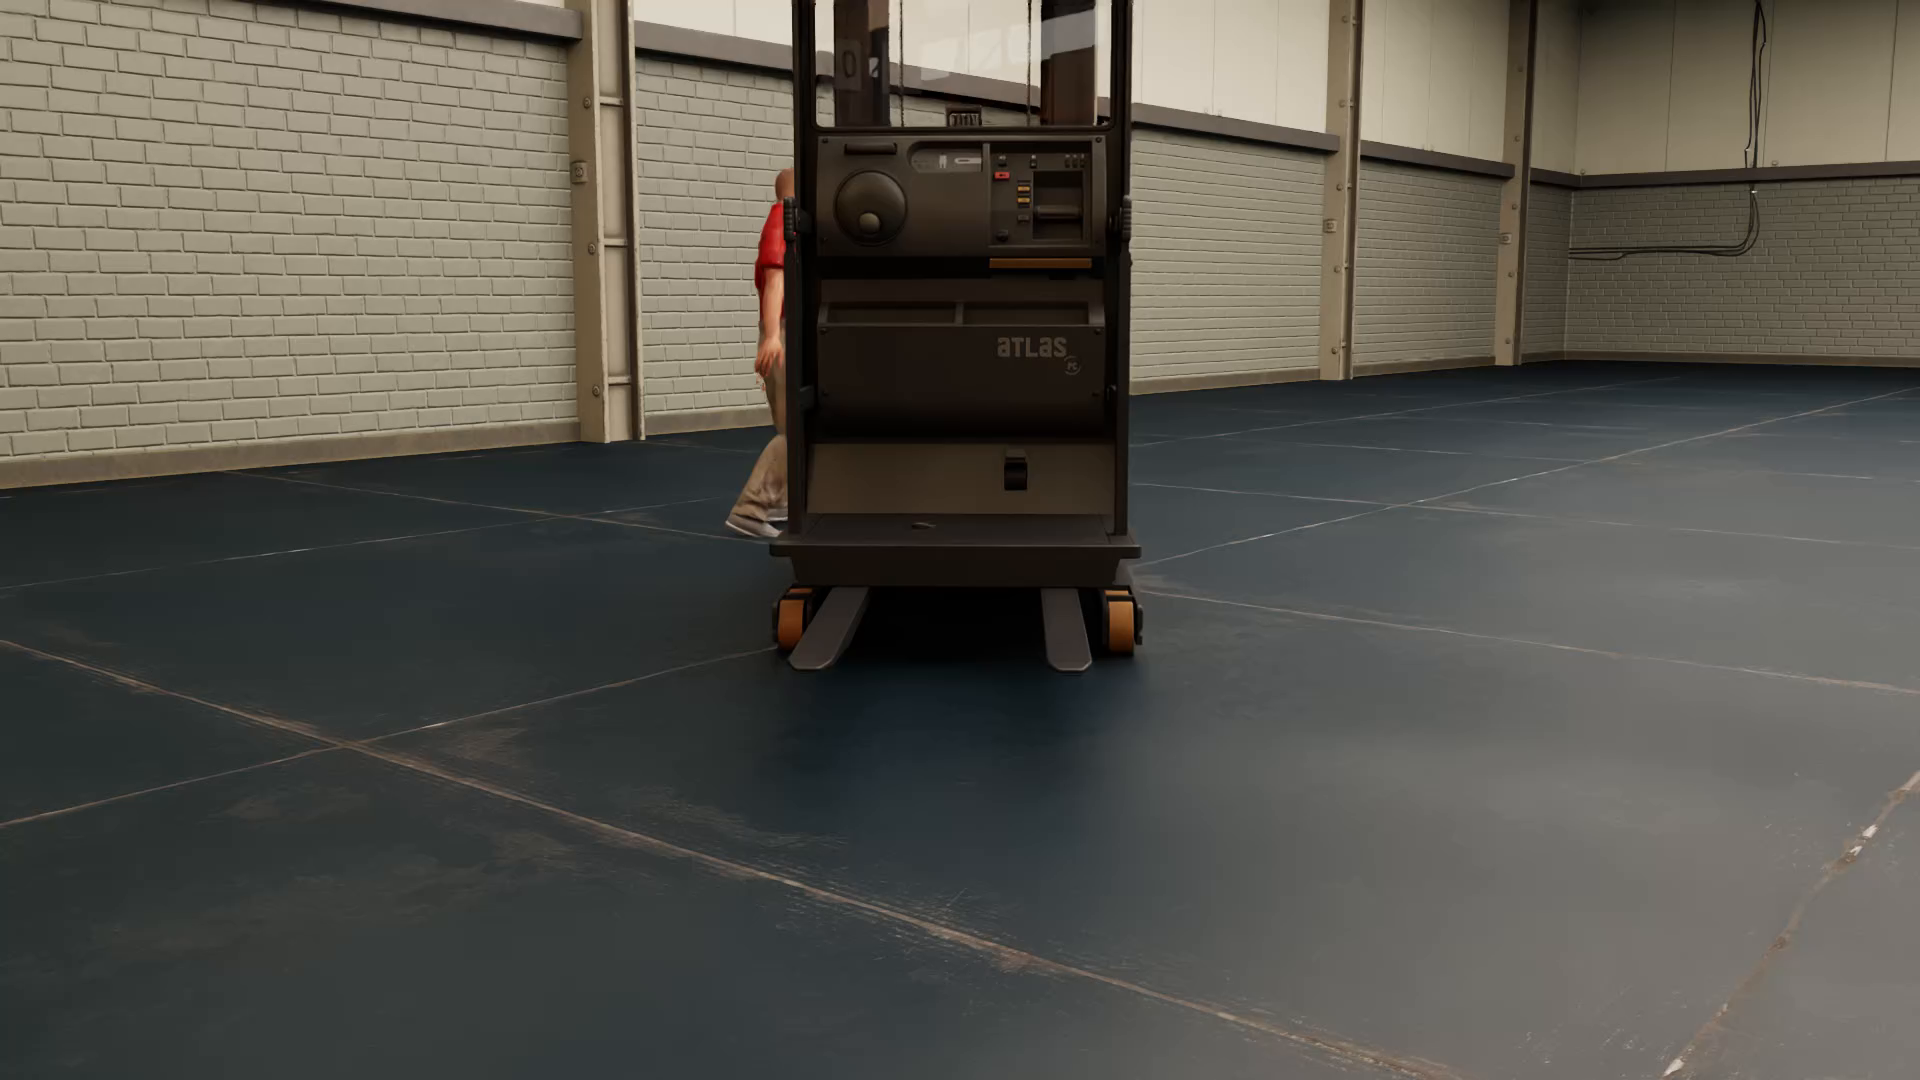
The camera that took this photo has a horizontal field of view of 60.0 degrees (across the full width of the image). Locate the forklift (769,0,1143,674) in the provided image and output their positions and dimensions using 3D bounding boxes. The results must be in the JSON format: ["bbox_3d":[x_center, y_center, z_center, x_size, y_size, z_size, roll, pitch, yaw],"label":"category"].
[{"bbox_3d":[-0.001,-1.150,5.145,1.130,2.935,3.031,0,8,2],"label":"forklift"}]

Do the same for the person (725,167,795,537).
[{"bbox_3d":[-0.835,-0.839,7.597,0.497,1.711,0.899,-1,8,-6],"label":"person"}]
